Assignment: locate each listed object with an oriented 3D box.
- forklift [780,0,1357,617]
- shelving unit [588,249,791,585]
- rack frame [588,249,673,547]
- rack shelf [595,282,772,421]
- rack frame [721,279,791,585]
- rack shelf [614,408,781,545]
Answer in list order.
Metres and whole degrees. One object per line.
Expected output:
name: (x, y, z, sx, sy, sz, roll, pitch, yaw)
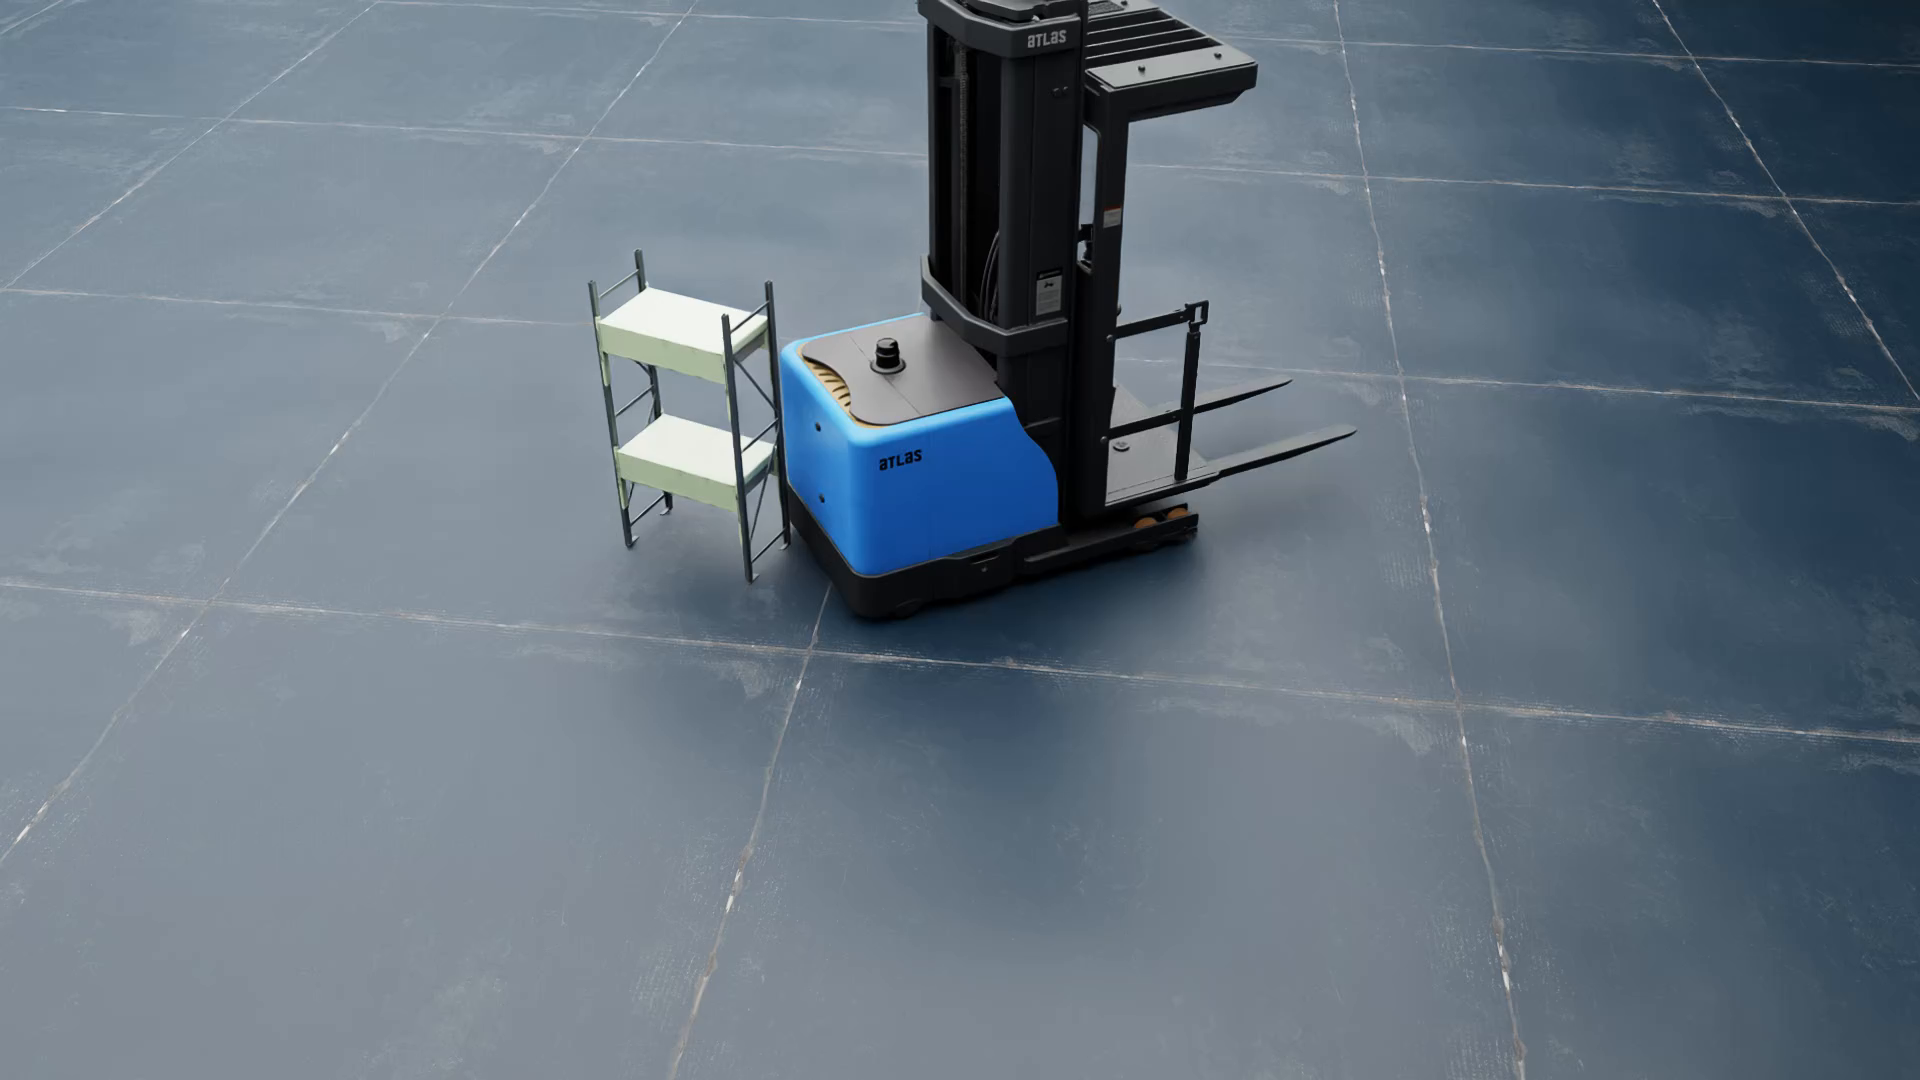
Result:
forklift: (0.663, -1.401, 8.047, 3.031, 2.935, 1.130, -16, 38, -21)
shelving unit: (-1.297, -0.588, 8.140, 0.755, 1.500, 0.431, 16, 39, 21)
rack frame: (-1.625, -0.683, 8.273, 0.023, 1.500, 0.400, 16, 39, 21)
rack shelf: (-1.297, -0.906, 7.913, 0.720, 0.370, 0.431, 16, 39, 21)
rack frame: (-0.970, -0.493, 8.007, 0.023, 1.500, 0.400, 16, 39, 21)
rack shelf: (-1.297, -0.323, 8.329, 0.720, 0.370, 0.431, 16, 39, 21)
